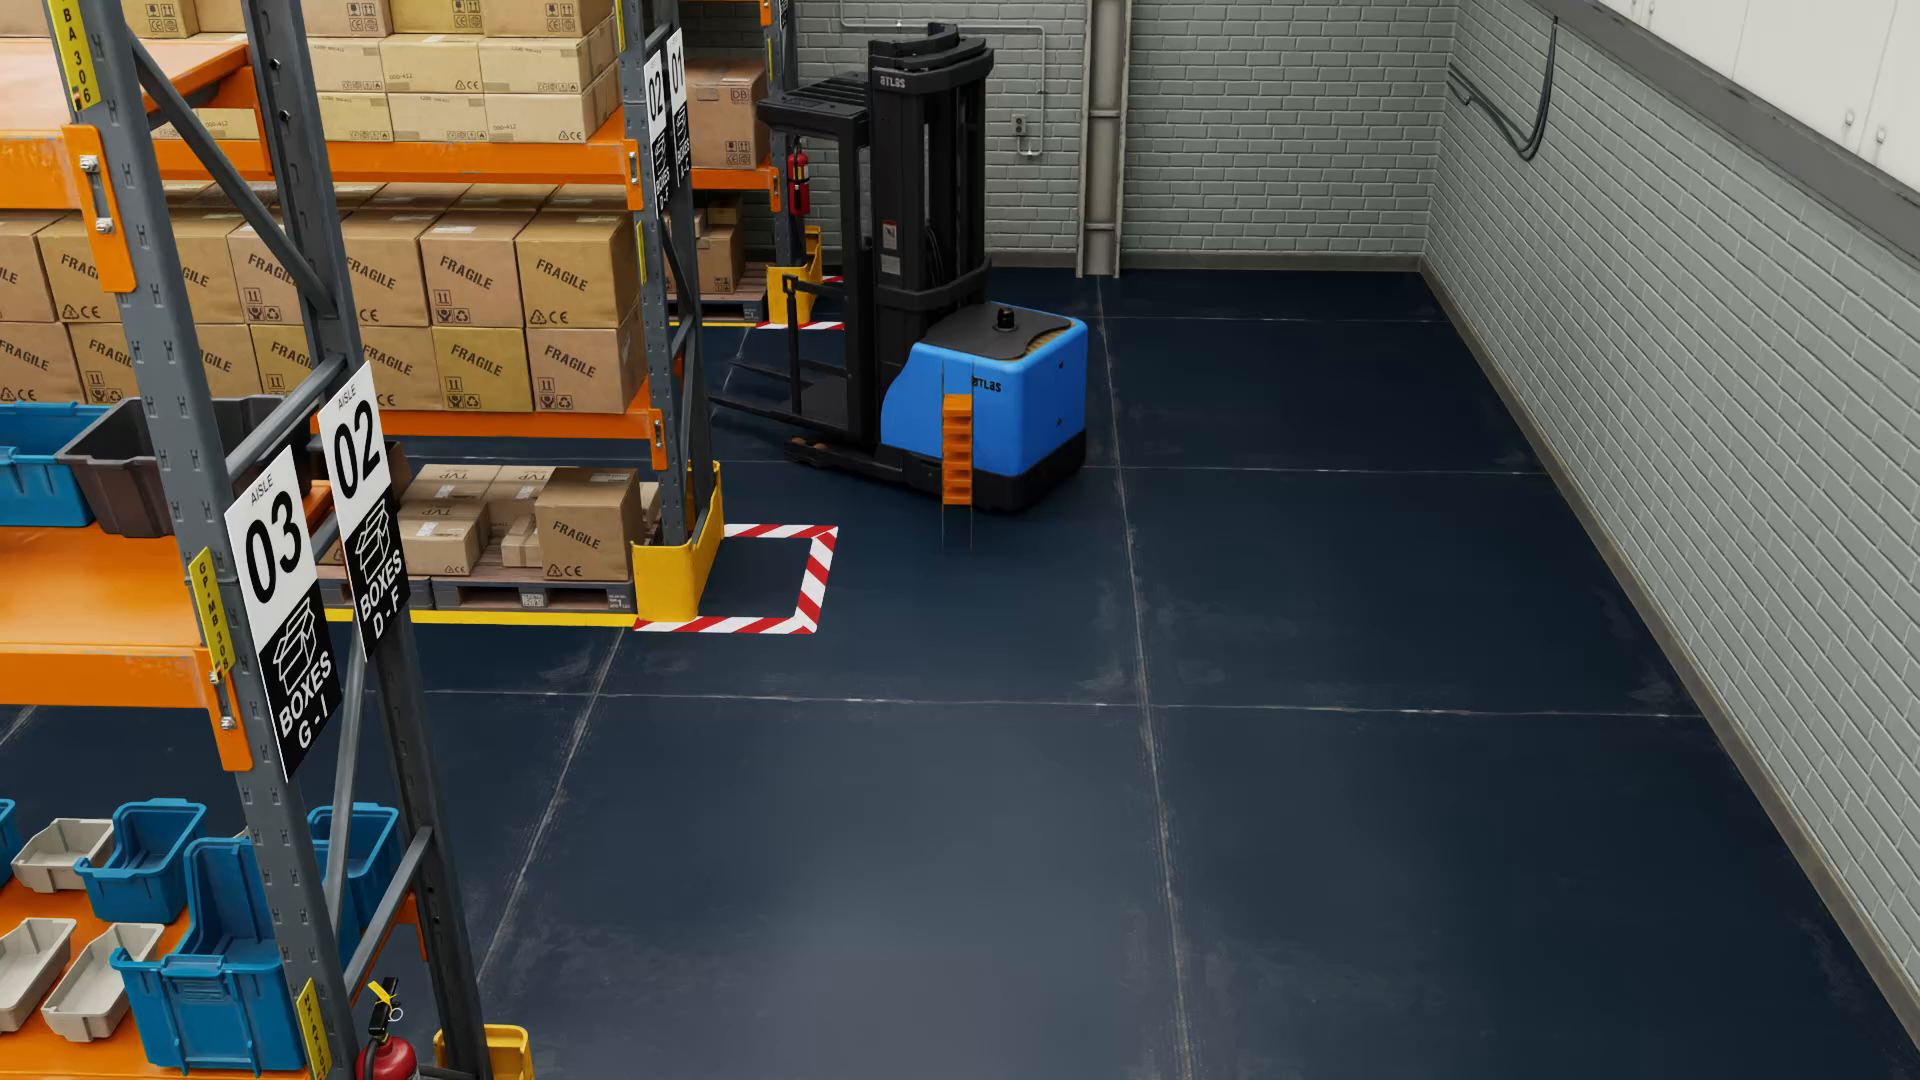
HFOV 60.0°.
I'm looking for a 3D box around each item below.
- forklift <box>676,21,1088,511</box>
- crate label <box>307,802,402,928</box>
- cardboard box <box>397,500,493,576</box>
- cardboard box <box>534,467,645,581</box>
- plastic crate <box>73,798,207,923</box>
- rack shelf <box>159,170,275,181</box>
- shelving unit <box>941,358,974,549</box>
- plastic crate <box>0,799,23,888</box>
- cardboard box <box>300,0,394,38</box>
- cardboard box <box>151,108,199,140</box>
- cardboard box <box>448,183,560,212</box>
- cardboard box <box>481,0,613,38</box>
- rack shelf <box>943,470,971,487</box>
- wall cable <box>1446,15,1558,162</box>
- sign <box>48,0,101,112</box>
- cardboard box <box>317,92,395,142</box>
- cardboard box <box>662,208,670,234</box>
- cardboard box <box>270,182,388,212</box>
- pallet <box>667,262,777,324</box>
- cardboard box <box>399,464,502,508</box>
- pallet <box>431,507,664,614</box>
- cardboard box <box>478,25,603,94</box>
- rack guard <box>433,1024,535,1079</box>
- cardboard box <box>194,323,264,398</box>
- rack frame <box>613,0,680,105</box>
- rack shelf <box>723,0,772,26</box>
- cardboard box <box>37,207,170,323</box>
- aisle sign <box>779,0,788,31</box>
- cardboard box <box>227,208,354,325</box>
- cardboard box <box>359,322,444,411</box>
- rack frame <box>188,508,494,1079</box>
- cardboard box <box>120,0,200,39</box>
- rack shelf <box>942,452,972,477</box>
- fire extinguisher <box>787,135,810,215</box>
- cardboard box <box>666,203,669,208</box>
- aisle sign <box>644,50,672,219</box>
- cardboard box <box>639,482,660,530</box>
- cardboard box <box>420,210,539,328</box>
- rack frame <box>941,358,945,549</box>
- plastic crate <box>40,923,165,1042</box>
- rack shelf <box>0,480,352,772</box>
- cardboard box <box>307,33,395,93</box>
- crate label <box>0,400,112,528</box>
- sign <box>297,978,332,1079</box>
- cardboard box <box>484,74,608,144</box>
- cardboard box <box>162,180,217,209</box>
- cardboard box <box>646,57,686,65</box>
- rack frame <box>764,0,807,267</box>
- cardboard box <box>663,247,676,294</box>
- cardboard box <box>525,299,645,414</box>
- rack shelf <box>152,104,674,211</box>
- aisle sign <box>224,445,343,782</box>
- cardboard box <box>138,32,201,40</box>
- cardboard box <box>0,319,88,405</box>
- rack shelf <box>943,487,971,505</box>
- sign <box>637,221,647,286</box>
[{"bbox_3d":[-0.647,-1.992,11.304,3.031,2.935,1.130,16,32,28],"label":"forklift"},{"bbox_3d":[-2.047,1.093,5.526,0.303,0.233,0.416,1,28,2],"label":"crate label"},{"bbox_3d":[-3.134,-0.018,9.973,0.500,0.250,0.500,1,28,2],"label":"cardboard box"},{"bbox_3d":[-2.185,-0.099,9.858,0.500,0.500,0.500,1,28,2],"label":"cardboard box"},{"bbox_3d":[-2.705,1.082,5.547,0.300,0.233,0.416,1,28,2],"label":"plastic crate"},{"bbox_3d":[-7.458,-3.215,14.306,4.000,0.370,1.077,1,28,2],"label":"rack shelf"},{"bbox_3d":[-0.014,-0.530,10.395,0.189,1.200,0.258,1,28,2],"label":"shelving unit"},{"bbox_3d":[-3.363,1.071,5.567,0.300,0.233,0.416,1,28,2],"label":"plastic crate"},{"bbox_3d":[-3.147,-2.933,8.629,0.500,0.500,0.700,1,28,2],"label":"cardboard box"},{"bbox_3d":[-4.154,-2.297,8.764,0.500,0.250,0.500,1,28,2],"label":"cardboard box"},{"bbox_3d":[-2.590,-1.737,9.575,0.500,0.500,0.500,1,28,2],"label":"cardboard box"},{"bbox_3d":[-2.147,-2.927,8.618,0.500,0.500,0.700,1,28,2],"label":"cardboard box"},{"bbox_3d":[-0.014,-0.385,10.472,0.180,0.103,0.258,1,28,2],"label":"rack shelf"},{"bbox_3d":[4.178,-4.452,12.781,0.112,2.526,3.097,1,28,2],"label":"wall cable"},{"bbox_3d":[-1.815,-1.047,3.387,0.005,0.325,0.100,1,28,2],"label":"sign"},{"bbox_3d":[-3.155,-2.275,8.721,0.500,0.250,0.500,1,28,2],"label":"cardboard box"},{"bbox_3d":[-2.555,-2.687,14.069,0.250,0.149,0.380,2,28,3],"label":"cardboard box"},{"bbox_3d":[-3.598,-1.755,9.610,0.500,0.500,0.500,1,28,1],"label":"cardboard box"},{"bbox_3d":[-2.264,-2.178,14.559,1.213,0.211,1.003,1,28,2],"label":"pallet"},{"bbox_3d":[-3.166,-0.253,10.416,0.500,0.250,0.500,1,28,2],"label":"cardboard box"},{"bbox_3d":[-2.506,0.103,10.256,1.213,0.211,1.003,1,28,2],"label":"pallet"},{"bbox_3d":[-2.156,-2.484,8.583,0.500,0.250,0.500,1,28,2],"label":"cardboard box"},{"bbox_3d":[-1.787,2.302,5.799,0.348,0.500,1.175,1,28,2],"label":"rack guard"},{"bbox_3d":[-4.119,-1.073,9.390,0.500,0.500,0.500,1,28,2],"label":"cardboard box"},{"bbox_3d":[-1.633,-3.766,8.171,0.127,3.000,1.000,1,28,2],"label":"rack frame"},{"bbox_3d":[-3.461,-4.474,13.479,4.000,0.370,1.077,1,28,2],"label":"rack shelf"},{"bbox_3d":[-4.654,-1.519,9.164,0.500,0.500,0.500,0,28,0],"label":"cardboard box"},{"bbox_3d":[-1.401,-4.441,13.074,0.004,0.787,0.394,1,28,2],"label":"aisle sign"},{"bbox_3d":[-3.624,-1.502,9.133,0.500,0.500,0.500,2,28,3],"label":"cardboard box"},{"bbox_3d":[-3.107,-1.057,9.360,0.500,0.500,0.500,1,28,2],"label":"cardboard box"},{"bbox_3d":[-1.812,1.203,5.203,0.127,3.000,1.000,1,28,2],"label":"rack frame"},{"bbox_3d":[-4.149,-2.922,8.608,0.500,0.500,0.700,1,28,2],"label":"cardboard box"},{"bbox_3d":[-0.014,-0.491,10.416,0.180,0.103,0.258,1,28,2],"label":"rack shelf"},{"bbox_3d":[-1.328,-3.016,13.644,0.183,0.674,0.296,1,28,2],"label":"fire extinguisher"},{"bbox_3d":[-2.540,-2.866,14.407,0.250,0.149,0.380,1,28,2],"label":"cardboard box"},{"bbox_3d":[-1.576,-2.119,8.695,0.004,0.787,0.394,1,28,2],"label":"aisle sign"},{"bbox_3d":[-2.040,-0.218,10.457,0.250,0.149,0.380,1,28,2],"label":"cardboard box"},{"bbox_3d":[-2.593,-1.488,9.105,0.500,0.500,0.500,2,28,3],"label":"cardboard box"},{"bbox_3d":[-0.106,-0.532,10.398,0.006,1.200,0.240,1,28,2],"label":"rack frame"},{"bbox_3d":[-2.633,1.365,5.116,0.243,0.136,0.396,1,28,2],"label":"plastic crate"},{"bbox_3d":[-3.811,0.163,4.731,4.000,0.370,1.077,1,28,2],"label":"rack shelf"},{"bbox_3d":[-3.155,-2.502,8.617,0.500,0.250,0.500,1,28,2],"label":"cardboard box"},{"bbox_3d":[-2.722,-0.223,4.849,0.502,0.251,0.408,1,28,2],"label":"crate label"},{"bbox_3d":[-1.815,1.389,4.678,0.005,0.325,0.100,1,28,2],"label":"sign"},{"bbox_3d":[-2.156,-2.259,8.692,0.500,0.250,0.500,1,28,2],"label":"cardboard box"},{"bbox_3d":[-4.604,-1.773,9.643,0.500,0.500,0.500,0,28,1],"label":"cardboard box"},{"bbox_3d":[-2.700,-3.577,13.900,0.700,0.700,0.980,1,28,1],"label":"cardboard box"},{"bbox_3d":[-1.462,-3.434,13.950,0.127,3.000,1.000,1,28,2],"label":"rack frame"},{"bbox_3d":[-2.665,-2.488,14.386,0.500,0.500,0.700,1,28,2],"label":"cardboard box"},{"bbox_3d":[-2.090,-1.039,9.326,0.500,0.500,0.500,2,28,3],"label":"cardboard box"},{"bbox_3d":[-3.632,-2.156,9.104,4.000,0.370,1.077,1,28,2],"label":"rack shelf"},{"bbox_3d":[-1.750,0.193,4.333,0.004,0.787,0.394,1,28,2],"label":"aisle sign"},{"bbox_3d":[-4.155,-2.516,8.642,0.500,0.250,0.500,1,28,2],"label":"cardboard box"},{"bbox_3d":[-5.131,-1.089,9.421,0.500,0.500,0.500,2,28,3],"label":"cardboard box"},{"bbox_3d":[-0.014,-0.279,10.528,0.180,0.103,0.258,1,28,2],"label":"rack shelf"},{"bbox_3d":[-1.673,-1.507,8.742,0.005,0.325,0.100,1,28,2],"label":"sign"}]
